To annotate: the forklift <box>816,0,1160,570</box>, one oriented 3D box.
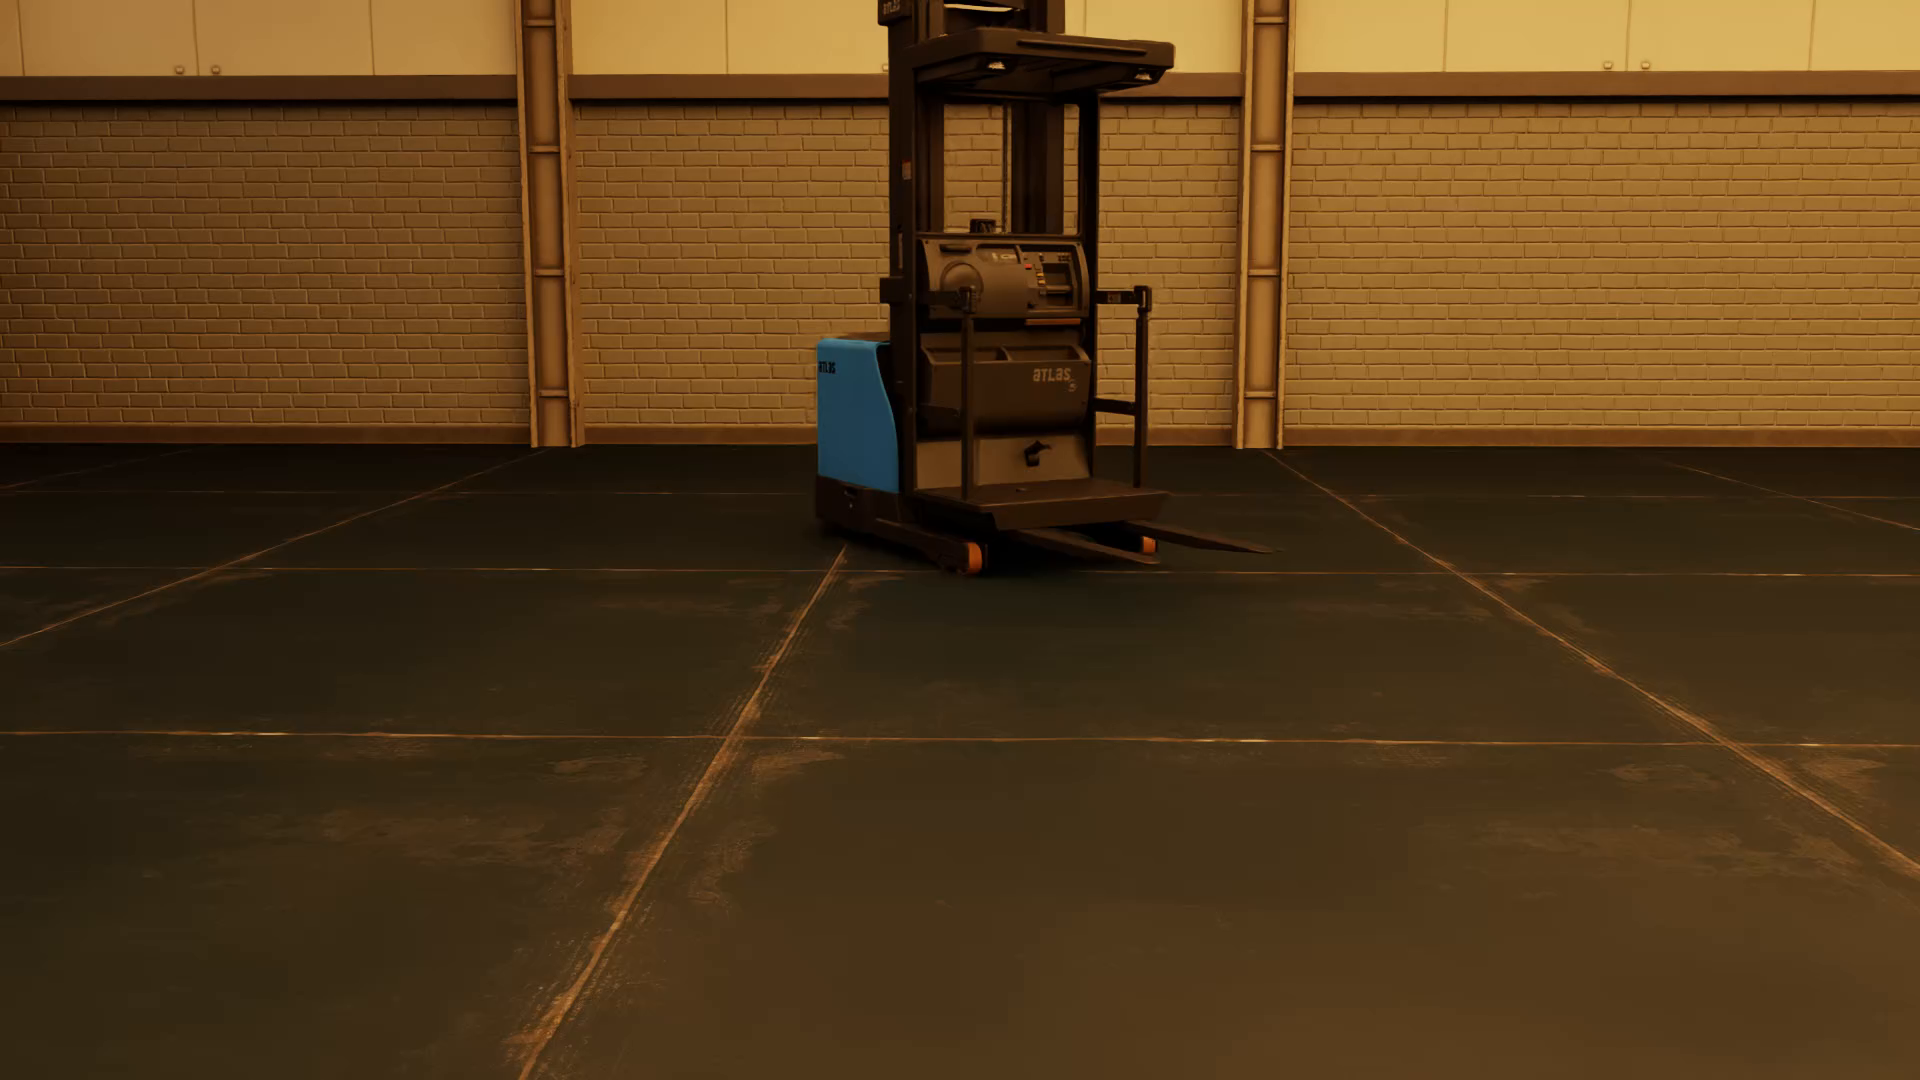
[{"bbox_3d":[0.340,-1.355,8.164,1.130,2.935,3.031,-5,10,-29],"label":"forklift"}]
